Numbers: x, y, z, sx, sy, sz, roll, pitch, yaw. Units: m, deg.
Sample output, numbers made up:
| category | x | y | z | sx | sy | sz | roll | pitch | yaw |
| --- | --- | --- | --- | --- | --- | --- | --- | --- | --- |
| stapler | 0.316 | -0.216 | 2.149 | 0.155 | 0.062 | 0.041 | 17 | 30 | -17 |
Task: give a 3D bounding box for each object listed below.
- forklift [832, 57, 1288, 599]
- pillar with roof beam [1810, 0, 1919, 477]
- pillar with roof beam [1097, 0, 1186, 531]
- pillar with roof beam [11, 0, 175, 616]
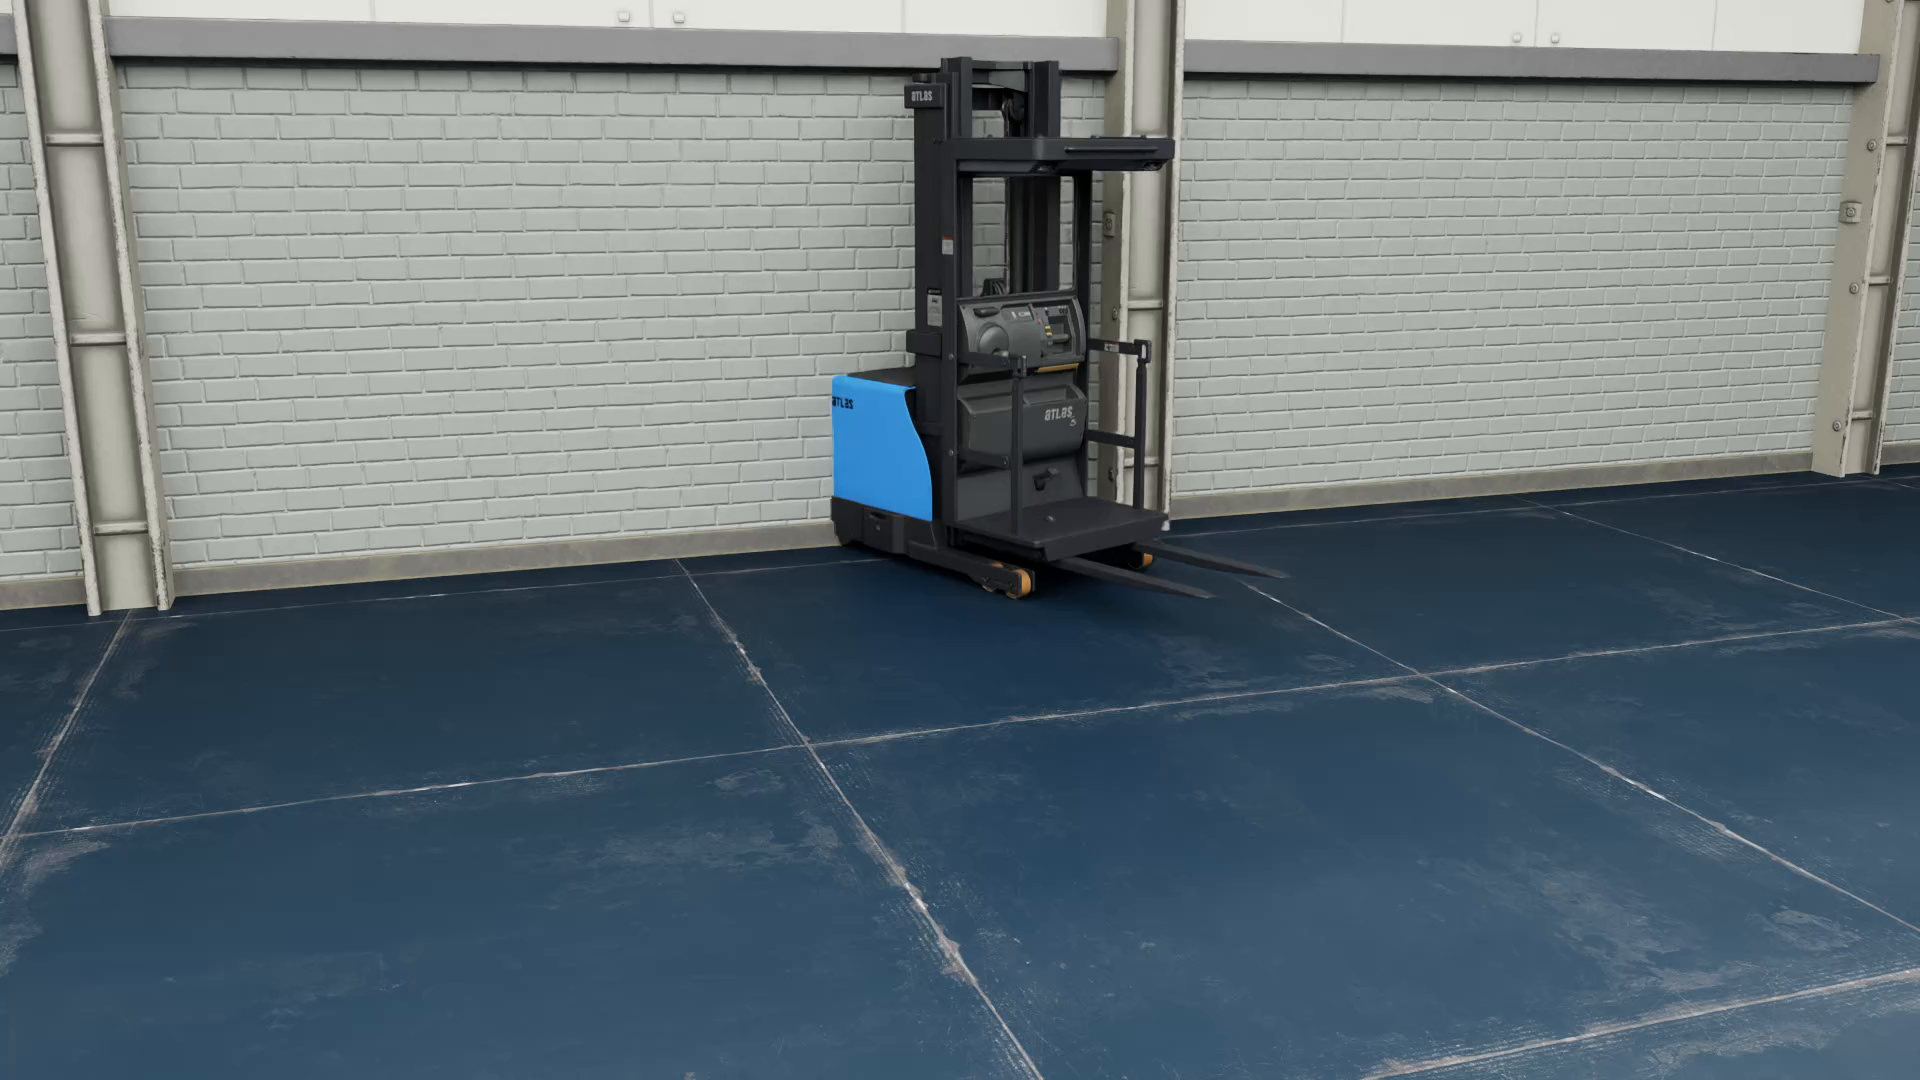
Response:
| category | x | y | z | sx | sy | sz | roll | pitch | yaw |
| --- | --- | --- | --- | --- | --- | --- | --- | --- | --- |
| forklift | 0.509 | -1.231 | 9.484 | 1.130 | 2.935 | 3.031 | -11 | 18 | -40 |
| pillar with roof beam | 8.204 | -3.960 | 7.847 | 0.400 | 9.000 | 9.100 | -4 | 14 | -18 |
| pillar with roof beam | 2.517 | -3.518 | 5.985 | 0.400 | 9.000 | 9.100 | -4 | 14 | -18 |
| pillar with roof beam | -3.170 | -3.075 | 4.123 | 0.400 | 9.000 | 9.100 | -4 | 14 | -18 |
